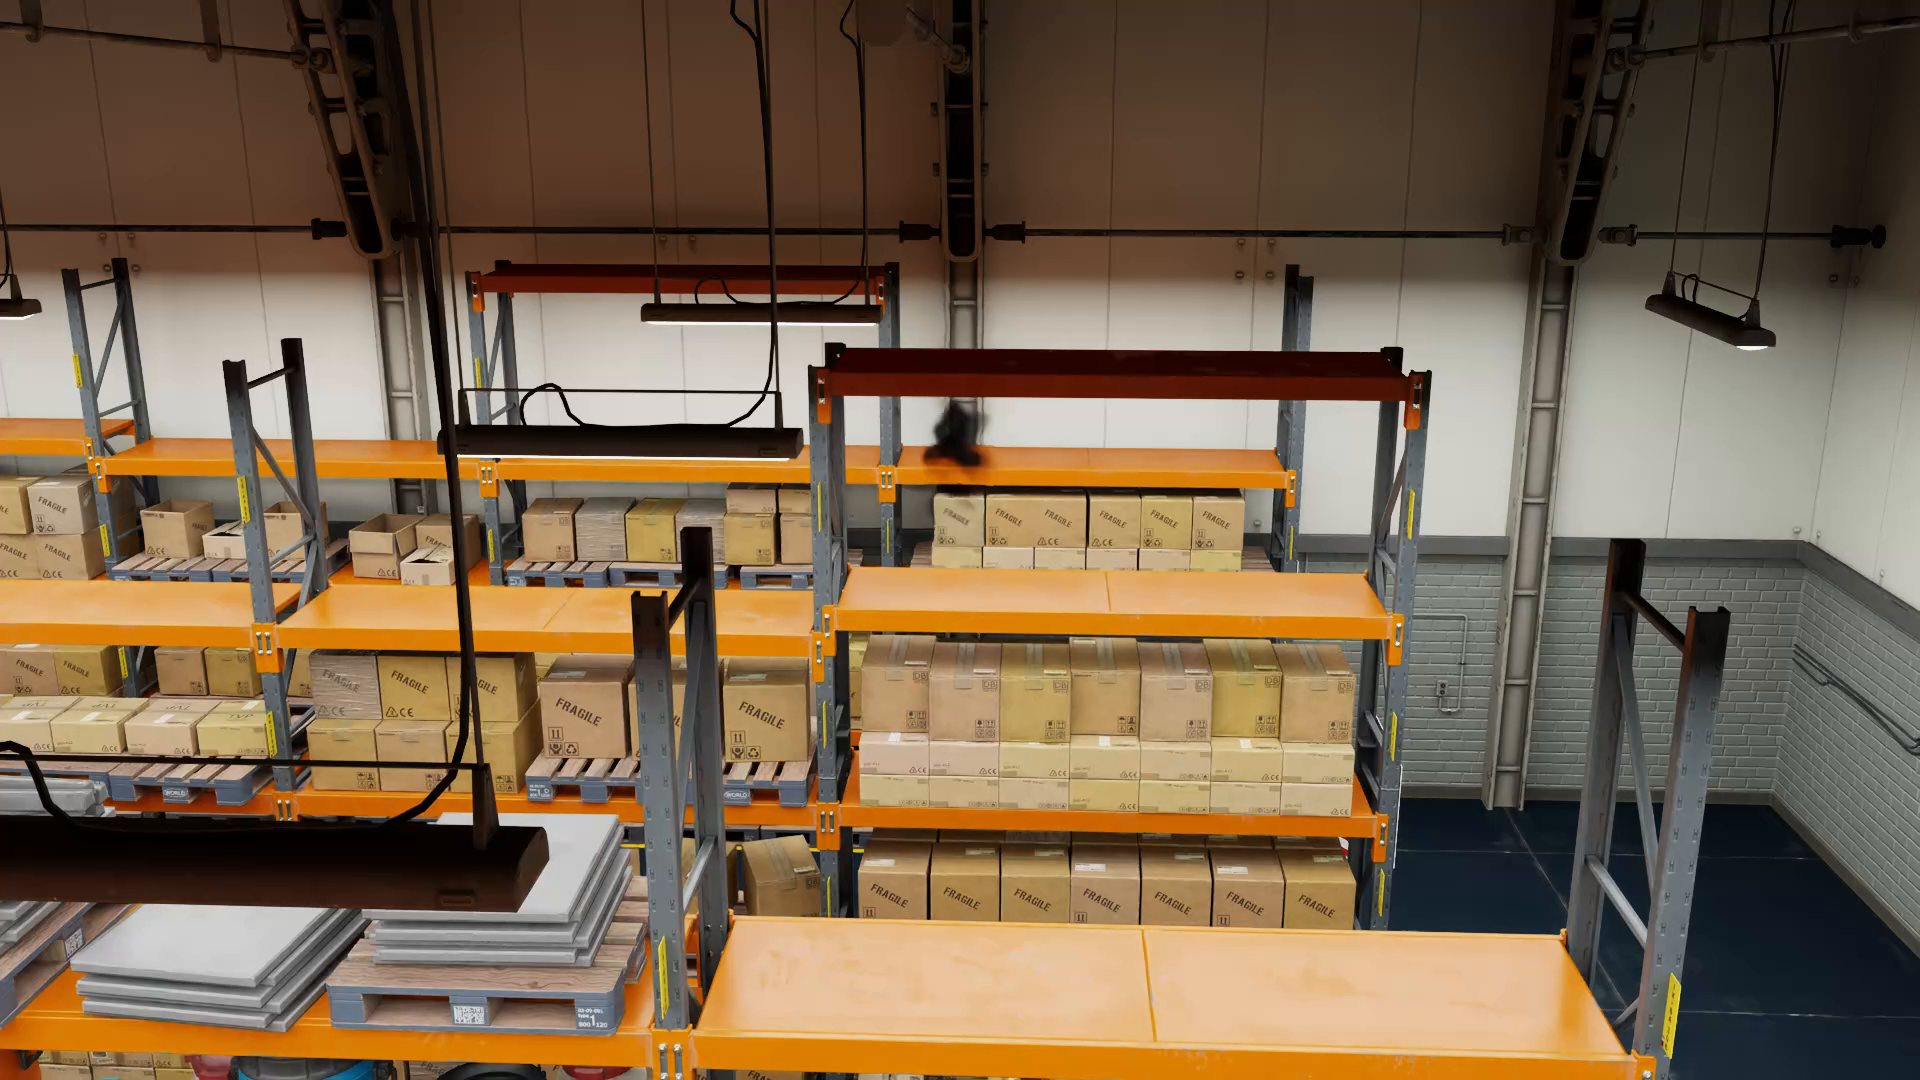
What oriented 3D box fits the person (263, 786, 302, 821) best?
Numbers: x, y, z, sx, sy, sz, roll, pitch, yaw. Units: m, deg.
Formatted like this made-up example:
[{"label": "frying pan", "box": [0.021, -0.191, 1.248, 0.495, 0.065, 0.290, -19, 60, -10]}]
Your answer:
[{"label": "person", "box": [-6.360, 2.885, 15.879, 0.755, 1.612, 0.630, -2, 16, -6]}]
